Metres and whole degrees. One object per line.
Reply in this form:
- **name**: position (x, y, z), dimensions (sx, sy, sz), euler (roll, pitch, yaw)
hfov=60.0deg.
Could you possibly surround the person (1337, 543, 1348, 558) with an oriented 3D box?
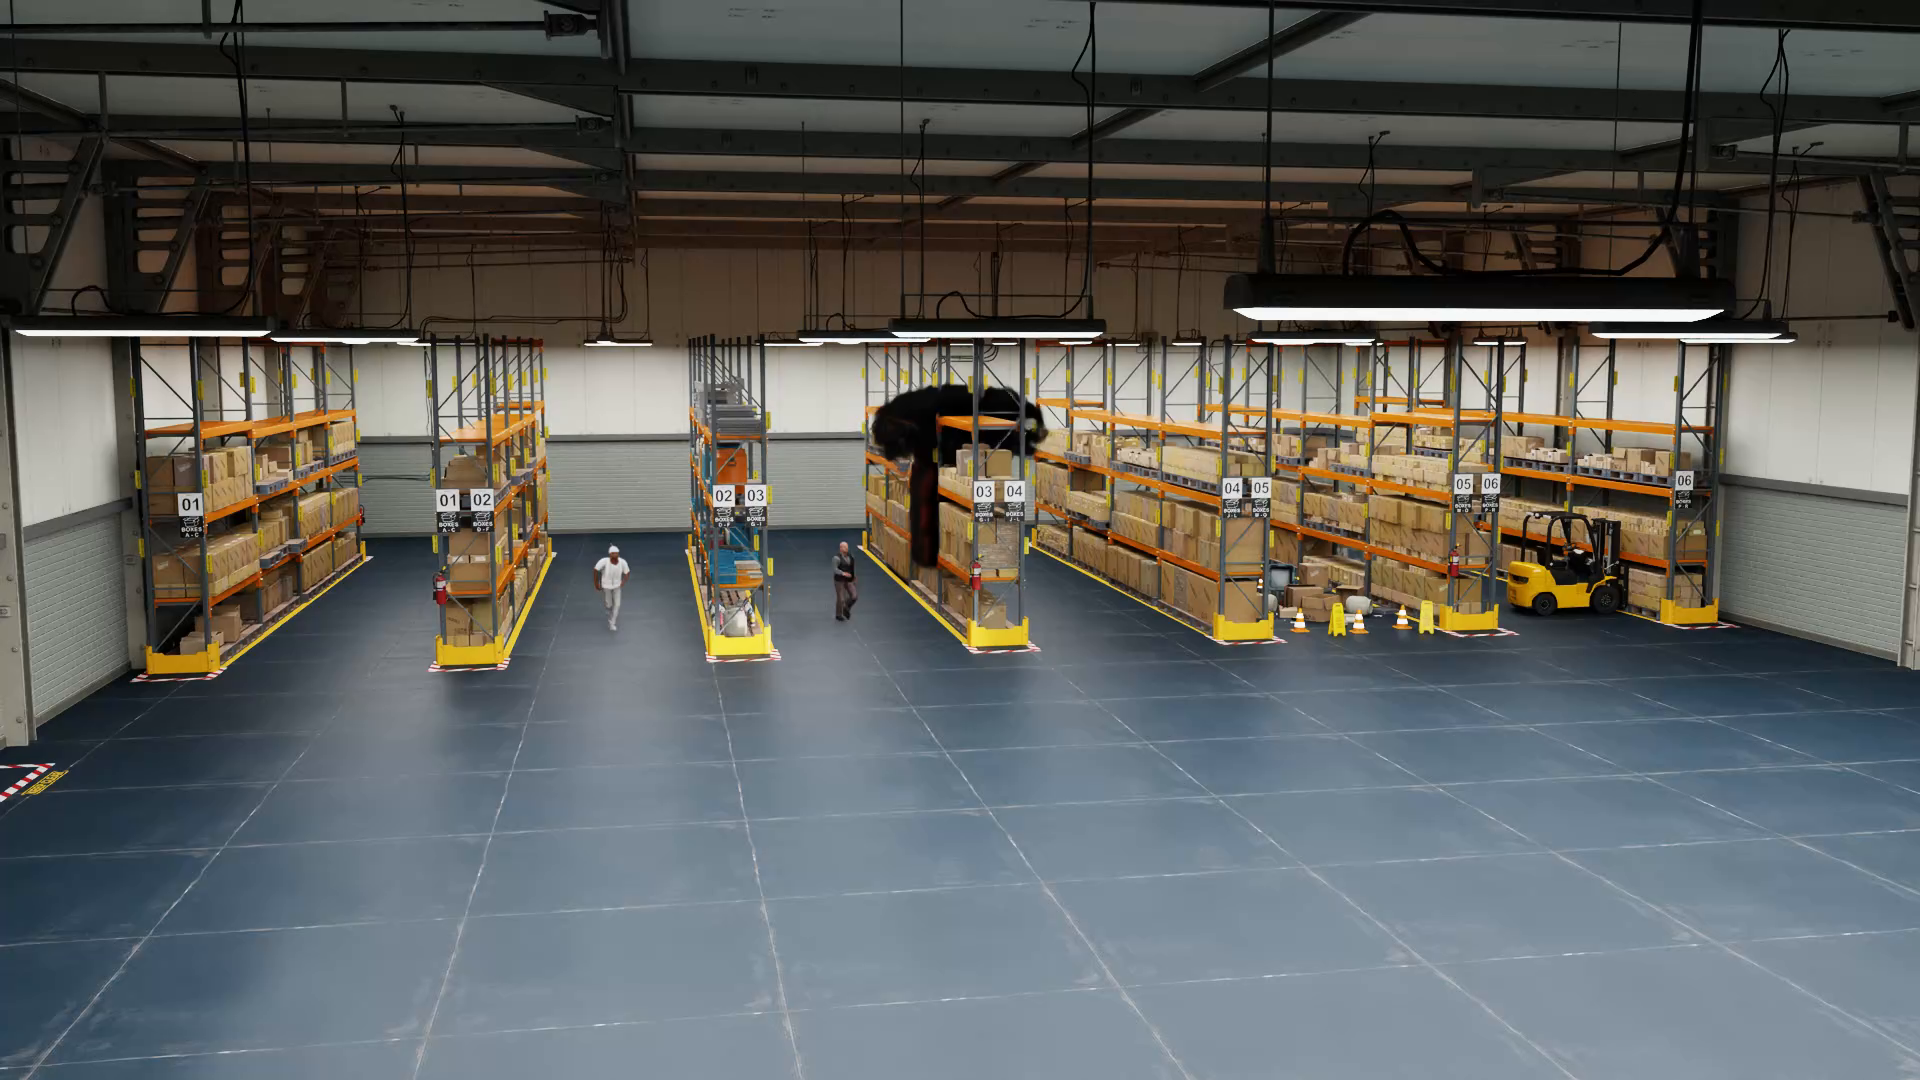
- **person**: position (10.151, -0.161, 44.308), dimensions (0.570, 1.620, 0.667), euler (-1, 7, -11)

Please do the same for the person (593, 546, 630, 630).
- **person**: position (-7.181, 0.970, 34.281), dimensions (0.735, 1.720, 0.708), euler (-2, 7, -20)

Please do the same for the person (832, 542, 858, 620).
- **person**: position (-2.402, 0.875, 34.969), dimensions (0.633, 1.676, 0.719), euler (-4, 8, -33)

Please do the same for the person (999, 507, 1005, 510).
- **person**: position (1.214, -0.441, 46.479), dimensions (0.699, 1.710, 0.671), euler (0, 7, 3)
